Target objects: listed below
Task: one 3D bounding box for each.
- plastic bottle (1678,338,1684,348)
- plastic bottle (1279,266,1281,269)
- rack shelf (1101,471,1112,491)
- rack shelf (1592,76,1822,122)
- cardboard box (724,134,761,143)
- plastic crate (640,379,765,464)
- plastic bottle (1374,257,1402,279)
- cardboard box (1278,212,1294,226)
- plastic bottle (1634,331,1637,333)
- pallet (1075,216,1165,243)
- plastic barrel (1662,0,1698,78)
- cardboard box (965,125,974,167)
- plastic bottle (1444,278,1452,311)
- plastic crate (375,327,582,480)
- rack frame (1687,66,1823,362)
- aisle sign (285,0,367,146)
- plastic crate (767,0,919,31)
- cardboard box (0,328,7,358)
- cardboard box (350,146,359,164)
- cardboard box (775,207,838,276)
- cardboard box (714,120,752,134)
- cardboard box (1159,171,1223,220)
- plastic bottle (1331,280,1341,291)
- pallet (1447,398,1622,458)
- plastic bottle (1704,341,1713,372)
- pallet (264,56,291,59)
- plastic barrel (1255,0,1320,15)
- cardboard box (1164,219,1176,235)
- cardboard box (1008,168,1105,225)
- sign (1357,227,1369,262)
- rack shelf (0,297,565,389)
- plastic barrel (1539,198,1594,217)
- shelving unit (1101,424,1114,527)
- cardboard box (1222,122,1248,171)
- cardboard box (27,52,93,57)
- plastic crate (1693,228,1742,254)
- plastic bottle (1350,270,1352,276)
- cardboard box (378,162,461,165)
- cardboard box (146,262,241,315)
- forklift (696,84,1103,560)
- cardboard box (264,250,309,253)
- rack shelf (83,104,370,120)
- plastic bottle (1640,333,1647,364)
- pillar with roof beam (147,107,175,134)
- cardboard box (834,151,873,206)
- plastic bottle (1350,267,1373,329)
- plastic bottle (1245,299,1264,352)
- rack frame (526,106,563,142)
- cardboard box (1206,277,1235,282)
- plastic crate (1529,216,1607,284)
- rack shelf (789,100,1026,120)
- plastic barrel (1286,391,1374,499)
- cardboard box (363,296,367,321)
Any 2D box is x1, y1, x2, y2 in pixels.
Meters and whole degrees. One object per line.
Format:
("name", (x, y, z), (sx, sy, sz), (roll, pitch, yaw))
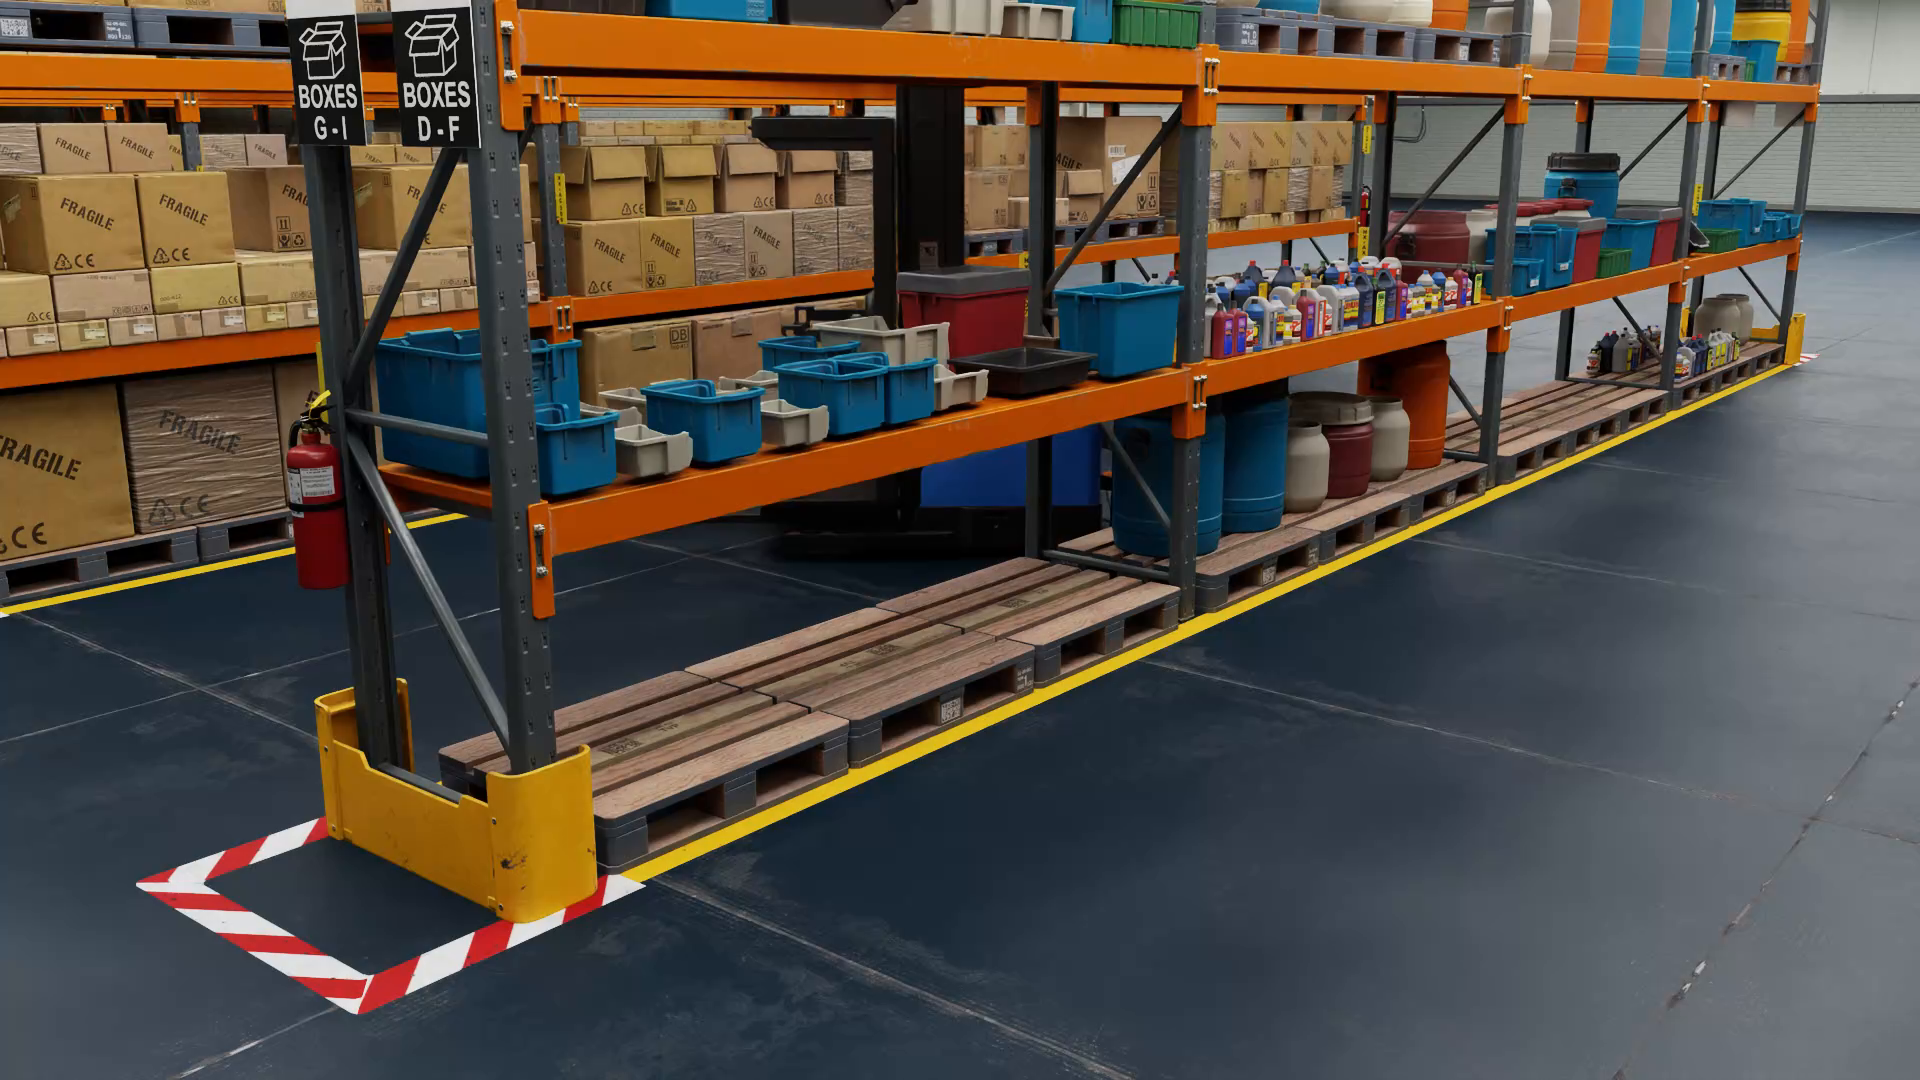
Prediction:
("plastic bottle", (6.524, -1.693, 15.182), (0.144, 0.351, 0.185), (11, 18, 38))
("plastic bottle", (2.007, -1.582, 10.493), (0.061, 0.283, 0.133), (11, 18, 38))
("rack shelf", (0.996, -0.302, 10.343), (0.240, 0.259, 0.215), (-8, 17, -29))
("rack shelf", (7.063, -4.139, 15.694), (1.077, 0.370, 4.000), (11, 18, 38))
("cardboard box", (-2.470, -4.543, 19.679), (0.700, 0.500, 0.500), (11, 18, 37))
("plastic crate", (-0.911, -0.423, 5.916), (0.416, 0.233, 0.300), (11, 18, 38))
("plastic bottle", (2.887, -1.769, 11.245), (0.152, 0.276, 0.135), (11, 18, 38))
("cardboard box", (3.588, -3.672, 18.995), (0.380, 0.149, 0.250), (11, 18, 38))
("plastic bottle", (6.533, -1.885, 16.100), (0.097, 0.271, 0.097), (0, 14, 0))
("pallet", (1.360, -3.201, 17.020), (1.003, 0.211, 1.213), (11, 18, 38))
("plastic barrel", (5.655, -4.217, 13.520), (0.600, 0.901, 0.708), (11, 18, 38))
("cardboard box", (-0.321, -5.296, 22.379), (0.875, 0.550, 0.550), (11, 18, 38))
("plastic bottle", (3.077, -1.563, 10.588), (0.097, 0.201, 0.097), (0, 14, 0))
("plastic crate", (-1.671, -0.492, 5.775), (0.616, 0.435, 0.499), (11, 18, 38))
("rack frame", (8.320, -3.417, 17.482), (1.000, 3.000, 0.127), (11, 18, 38))
("aisle sign", (-2.009, -1.645, 5.225), (0.394, 0.787, 0.004), (11, 18, 38))
("plastic crate", (-0.562, -2.027, 6.043), (0.504, 0.338, 0.767), (11, 18, 38))
("cardboard box", (-5.108, -1.015, 8.535), (0.380, 0.149, 0.250), (12, 18, 38))
("cardboard box", (-7.805, -4.632, 20.603), (0.500, 0.500, 0.500), (11, 18, 36))
("cardboard box", (-1.319, -2.373, 13.168), (0.500, 0.500, 0.500), (11, 18, 36))
("cardboard box", (-3.391, -6.263, 25.846), (0.700, 0.500, 0.500), (11, 18, 36))
("cardboard box", (2.285, -3.687, 17.737), (0.875, 0.500, 0.500), (11, 18, 38))
("plastic bottle", (2.198, -1.386, 9.747), (0.097, 0.271, 0.097), (0, 14, 0))
("pallet", (4.576, -0.909, 13.271), (1.003, 0.211, 1.213), (11, 18, 38))
("plastic bottle", (6.891, -1.700, 15.344), (0.061, 0.283, 0.133), (12, 19, 40))
("pallet", (-3.597, -3.141, 10.484), (1.003, 0.211, 1.213), (11, 18, 38))
("plastic barrel", (1.732, -3.370, 9.333), (0.600, 0.901, 0.708), (11, 18, 38))
("cardboard box", (2.323, -3.290, 17.494), (0.380, 0.149, 0.250), (11, 18, 38))
("cardboard box", (0.936, -3.325, 16.056), (0.797, 0.503, 0.637), (14, 20, 43))
("sign", (2.860, -2.048, 11.761), (0.100, 0.325, 0.005), (11, 18, 38))
("rack shelf", (-4.331, -1.154, 10.034), (1.077, 0.370, 4.000), (11, 18, 38))
("plastic barrel", (5.034, -2.568, 13.862), (0.433, 0.535, 0.433), (0, 14, 0))
("shelving unit", (0.998, -0.580, 10.268), (0.252, 1.050, 0.215), (-8, 17, -29))
("cardboard box", (2.747, -4.238, 17.874), (0.500, 0.500, 0.500), (11, 18, 38))
("cardboard box", (-7.290, -3.824, 13.296), (0.500, 0.250, 0.500), (11, 18, 37))
("plastic crate", (6.879, -2.765, 15.344), (0.450, 0.188, 0.662), (11, 18, 38))
("plastic bottle", (2.614, -1.719, 11.202), (0.097, 0.201, 0.097), (0, 14, 0))
("cardboard box", (-3.574, -2.268, 11.137), (0.500, 0.500, 0.500), (11, 18, 38))
("cardboard box", (-4.436, -1.437, 9.389), (0.500, 0.250, 0.500), (11, 18, 36))
("forklift", (-0.689, -1.435, 9.820), (3.031, 2.935, 1.130), (0, 14, -1))
("cardboard box", (-4.211, -1.713, 10.474), (0.500, 0.250, 0.500), (12, 18, 39))
("rack shelf", (-10.874, -6.441, 24.753), (1.077, 0.370, 4.000), (11, 18, 38))
("plastic bottle", (6.499, -1.829, 15.852), (0.061, 0.283, 0.133), (11, 18, 38))
("pillar with roof beam", (-8.665, -7.583, 21.697), (9.100, 9.000, 0.400), (11, 18, 38))
("cardboard box", (-1.032, -3.049, 13.791), (0.797, 0.503, 0.637), (12, 19, 39))
("plastic bottle", (2.319, -1.414, 9.697), (0.144, 0.351, 0.185), (11, 18, 38))
("plastic bottle", (1.544, -1.130, 8.740), (0.097, 0.271, 0.097), (0, 14, 0))
("rack frame", (-5.754, -4.951, 23.521), (1.000, 3.000, 0.127), (11, 18, 38))
("cardboard box", (2.920, -2.722, 18.969), (0.500, 0.500, 0.500), (9, 17, 33))
("plastic crate", (4.546, -2.178, 12.475), (0.402, 0.464, 0.583), (11, 18, 38))
("rack shelf", (-0.583, -5.693, 21.809), (1.077, 0.370, 4.000), (11, 18, 38))
("plastic barrel", (2.288, -0.607, 10.466), (0.600, 0.588, 0.708), (11, 18, 38))
("cardboard box", (-3.818, -1.409, 10.086), (0.380, 0.149, 0.250), (11, 18, 37))
